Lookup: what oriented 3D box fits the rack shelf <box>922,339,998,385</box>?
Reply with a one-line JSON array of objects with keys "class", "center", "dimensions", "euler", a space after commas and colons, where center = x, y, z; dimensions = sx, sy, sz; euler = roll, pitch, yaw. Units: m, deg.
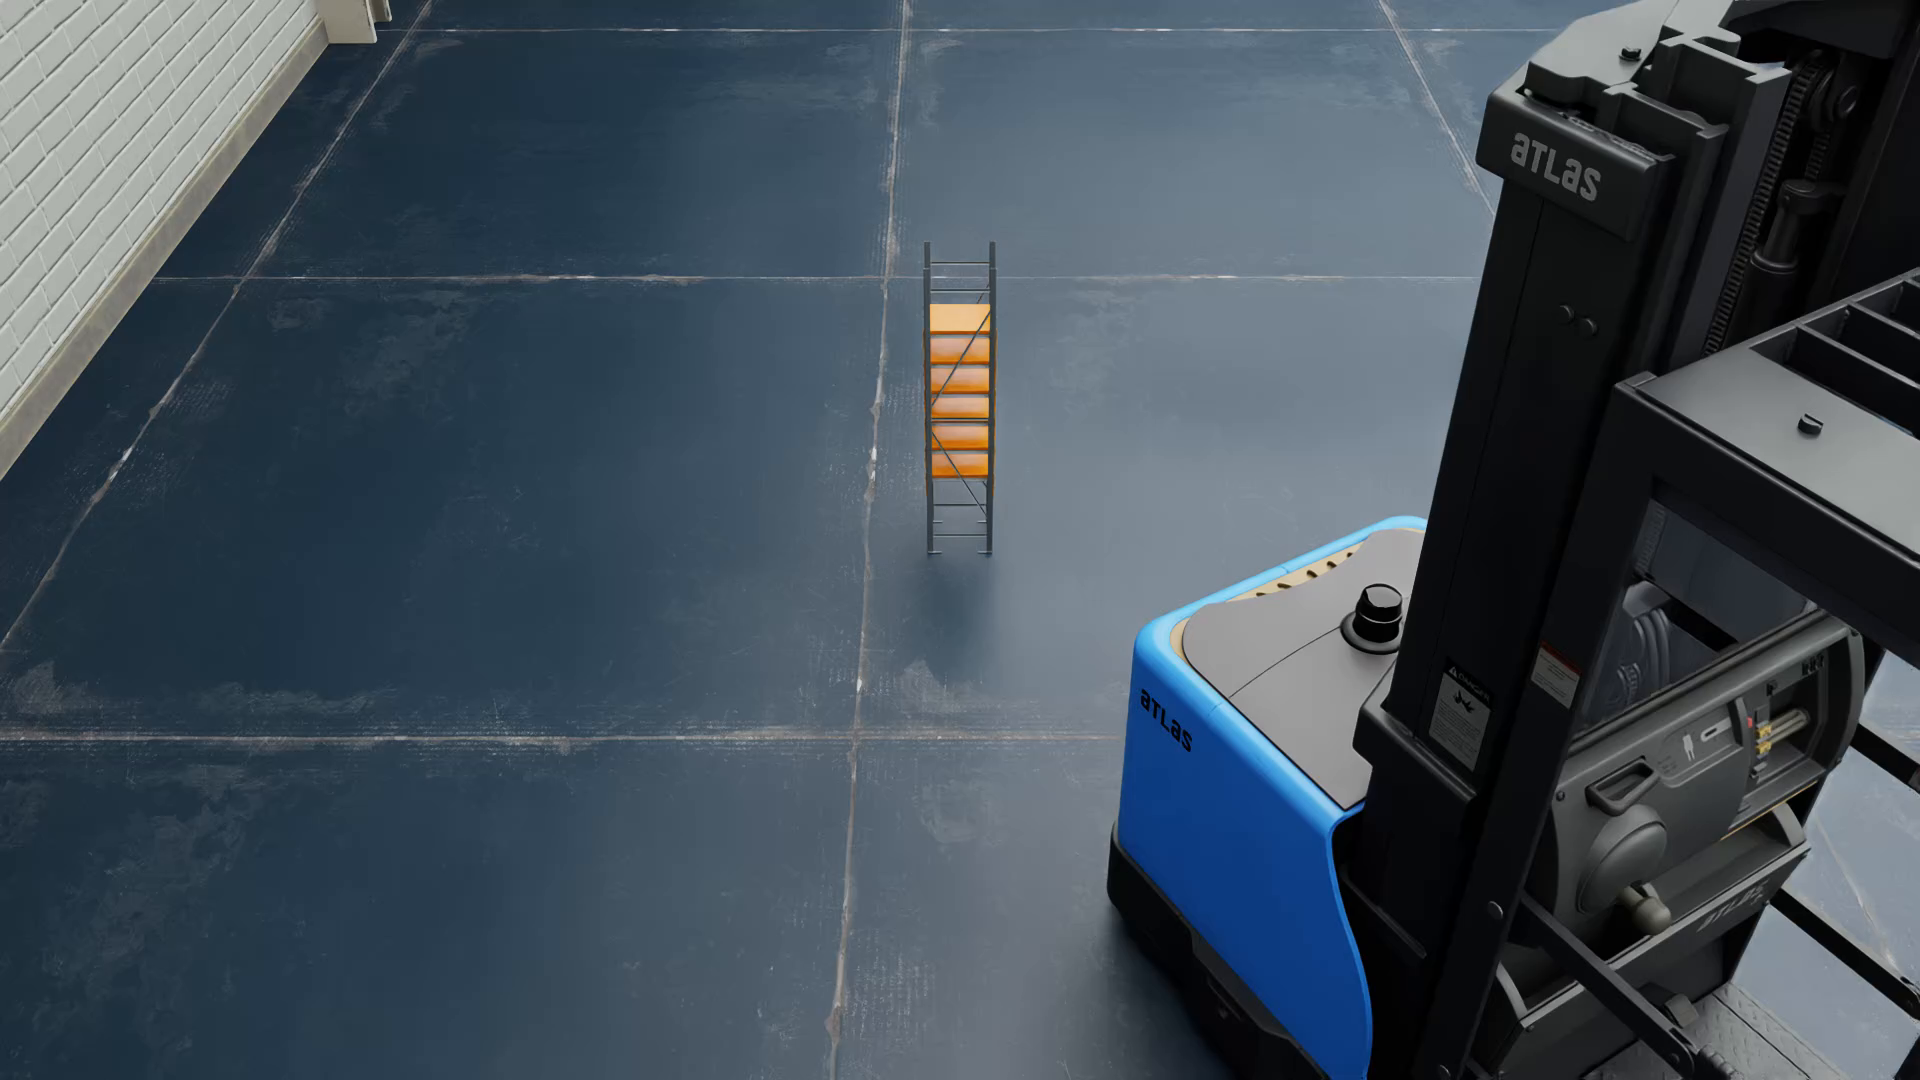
[{"class": "rack shelf", "center": [0.000, -0.630, 5.764], "dimensions": [0.258, 0.103, 0.180], "euler": [0, 39, 0]}]

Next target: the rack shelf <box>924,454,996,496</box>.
[{"class": "rack shelf", "center": [0.000, -0.255, 6.064], "dimensions": [0.258, 0.103, 0.180], "euler": [0, 39, 0]}]

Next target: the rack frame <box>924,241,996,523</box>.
[{"class": "rack frame", "center": [0.000, -0.534, 5.957], "dimensions": [0.240, 1.200, 0.006], "euler": [0, 39, 0]}]

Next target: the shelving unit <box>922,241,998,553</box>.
[{"class": "shelving unit", "center": [0.000, -0.477, 5.886], "dimensions": [0.258, 1.200, 0.189], "euler": [0, 39, 0]}]

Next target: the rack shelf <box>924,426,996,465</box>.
[{"class": "rack shelf", "center": [0.000, -0.349, 5.989], "dimensions": [0.258, 0.103, 0.180], "euler": [0, 39, 0]}]

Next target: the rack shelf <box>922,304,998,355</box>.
[{"class": "rack shelf", "center": [0.000, -0.724, 5.689], "dimensions": [0.258, 0.103, 0.180], "euler": [0, 39, 0]}]

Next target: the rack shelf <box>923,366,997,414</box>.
[{"class": "rack shelf", "center": [0.000, -0.536, 5.839], "dimensions": [0.258, 0.103, 0.180], "euler": [0, 39, 0]}]

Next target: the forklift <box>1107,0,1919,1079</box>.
[{"class": "forklift", "center": [1.632, 0.545, 3.226], "dimensions": [1.130, 2.935, 3.031], "euler": [-21, 43, -24]}]

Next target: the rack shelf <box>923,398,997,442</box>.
[{"class": "rack shelf", "center": [0.000, -0.443, 5.914], "dimensions": [0.258, 0.103, 0.180], "euler": [0, 39, 0]}]

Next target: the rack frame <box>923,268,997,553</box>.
[{"class": "rack frame", "center": [0.000, -0.420, 5.815], "dimensions": [0.240, 1.200, 0.006], "euler": [0, 39, 0]}]
